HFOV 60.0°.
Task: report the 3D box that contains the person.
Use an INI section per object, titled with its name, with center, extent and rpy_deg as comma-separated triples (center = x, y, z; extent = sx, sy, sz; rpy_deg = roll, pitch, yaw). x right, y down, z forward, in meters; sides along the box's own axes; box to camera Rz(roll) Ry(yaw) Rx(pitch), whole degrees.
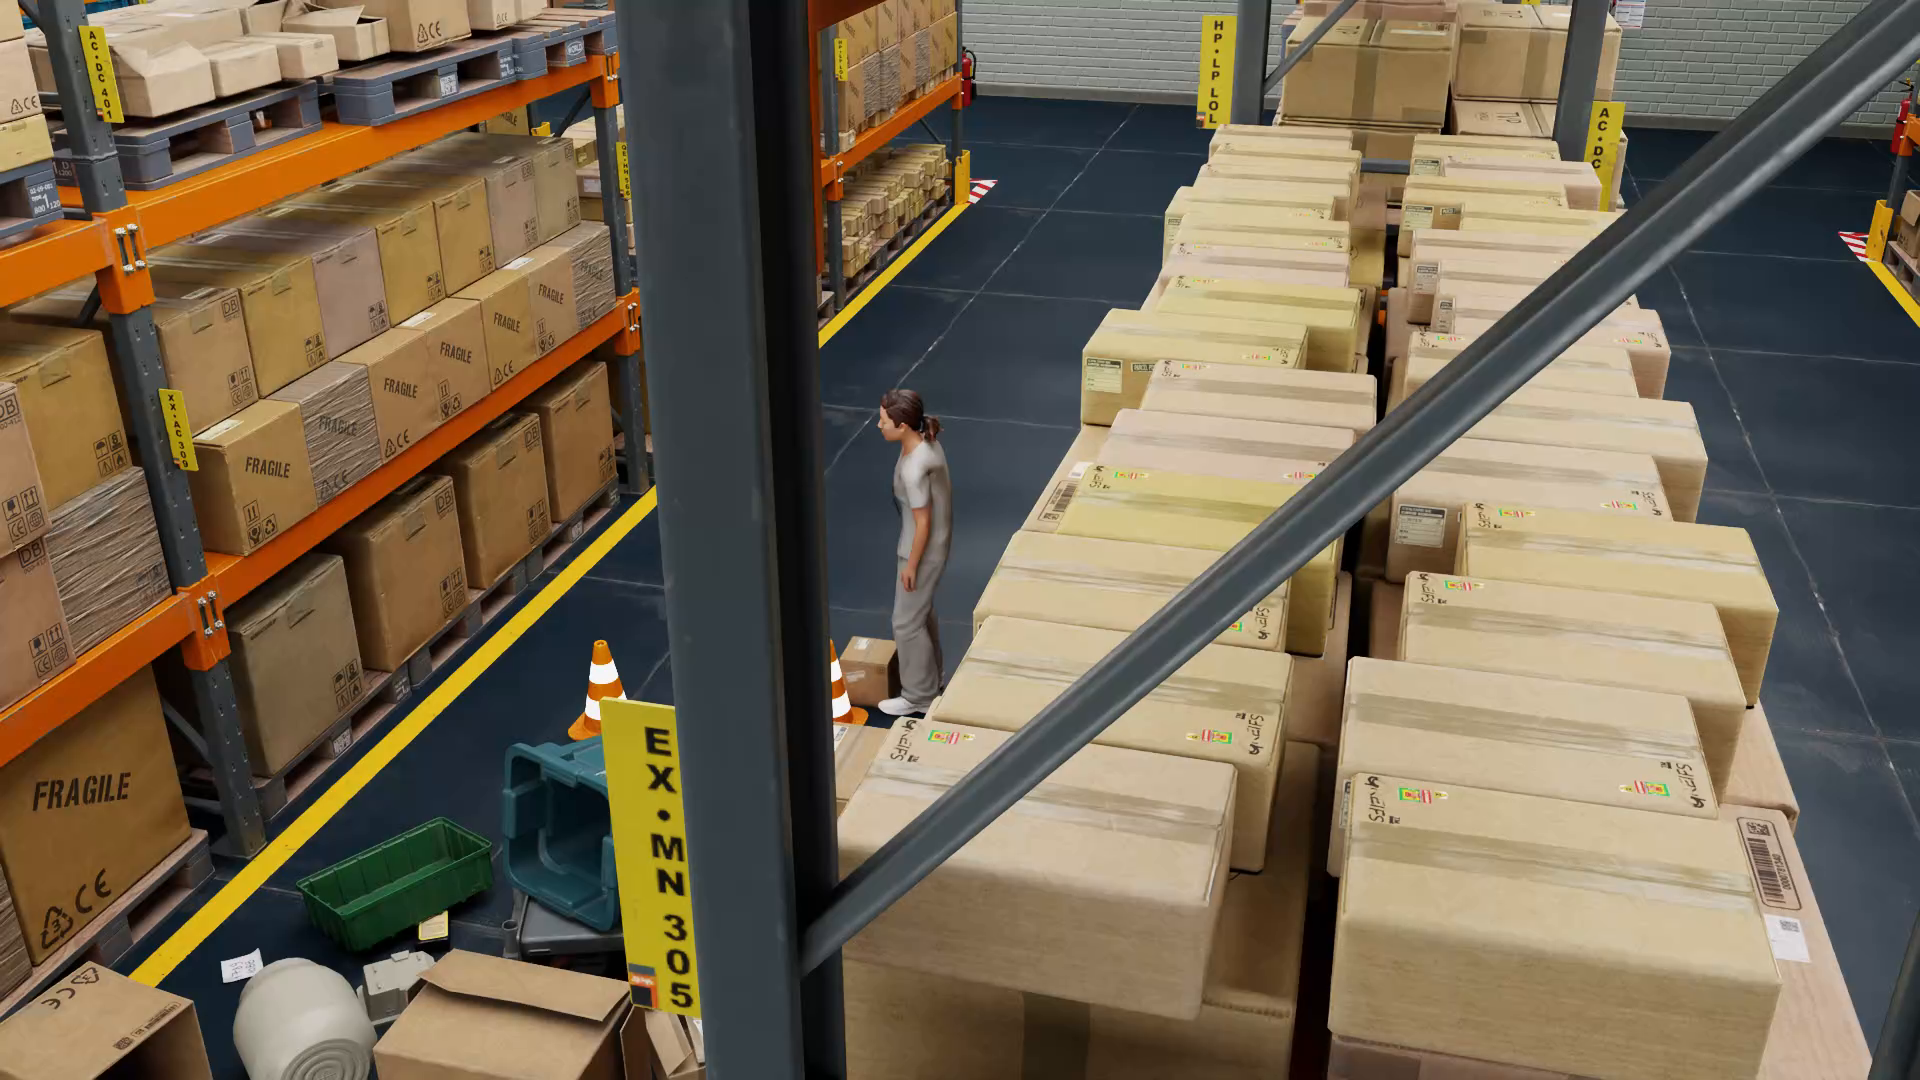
[person]
center = -0.218, 0.050, 8.007
extent = 0.366, 1.671, 0.503
rpy_deg = 1, 25, 2
